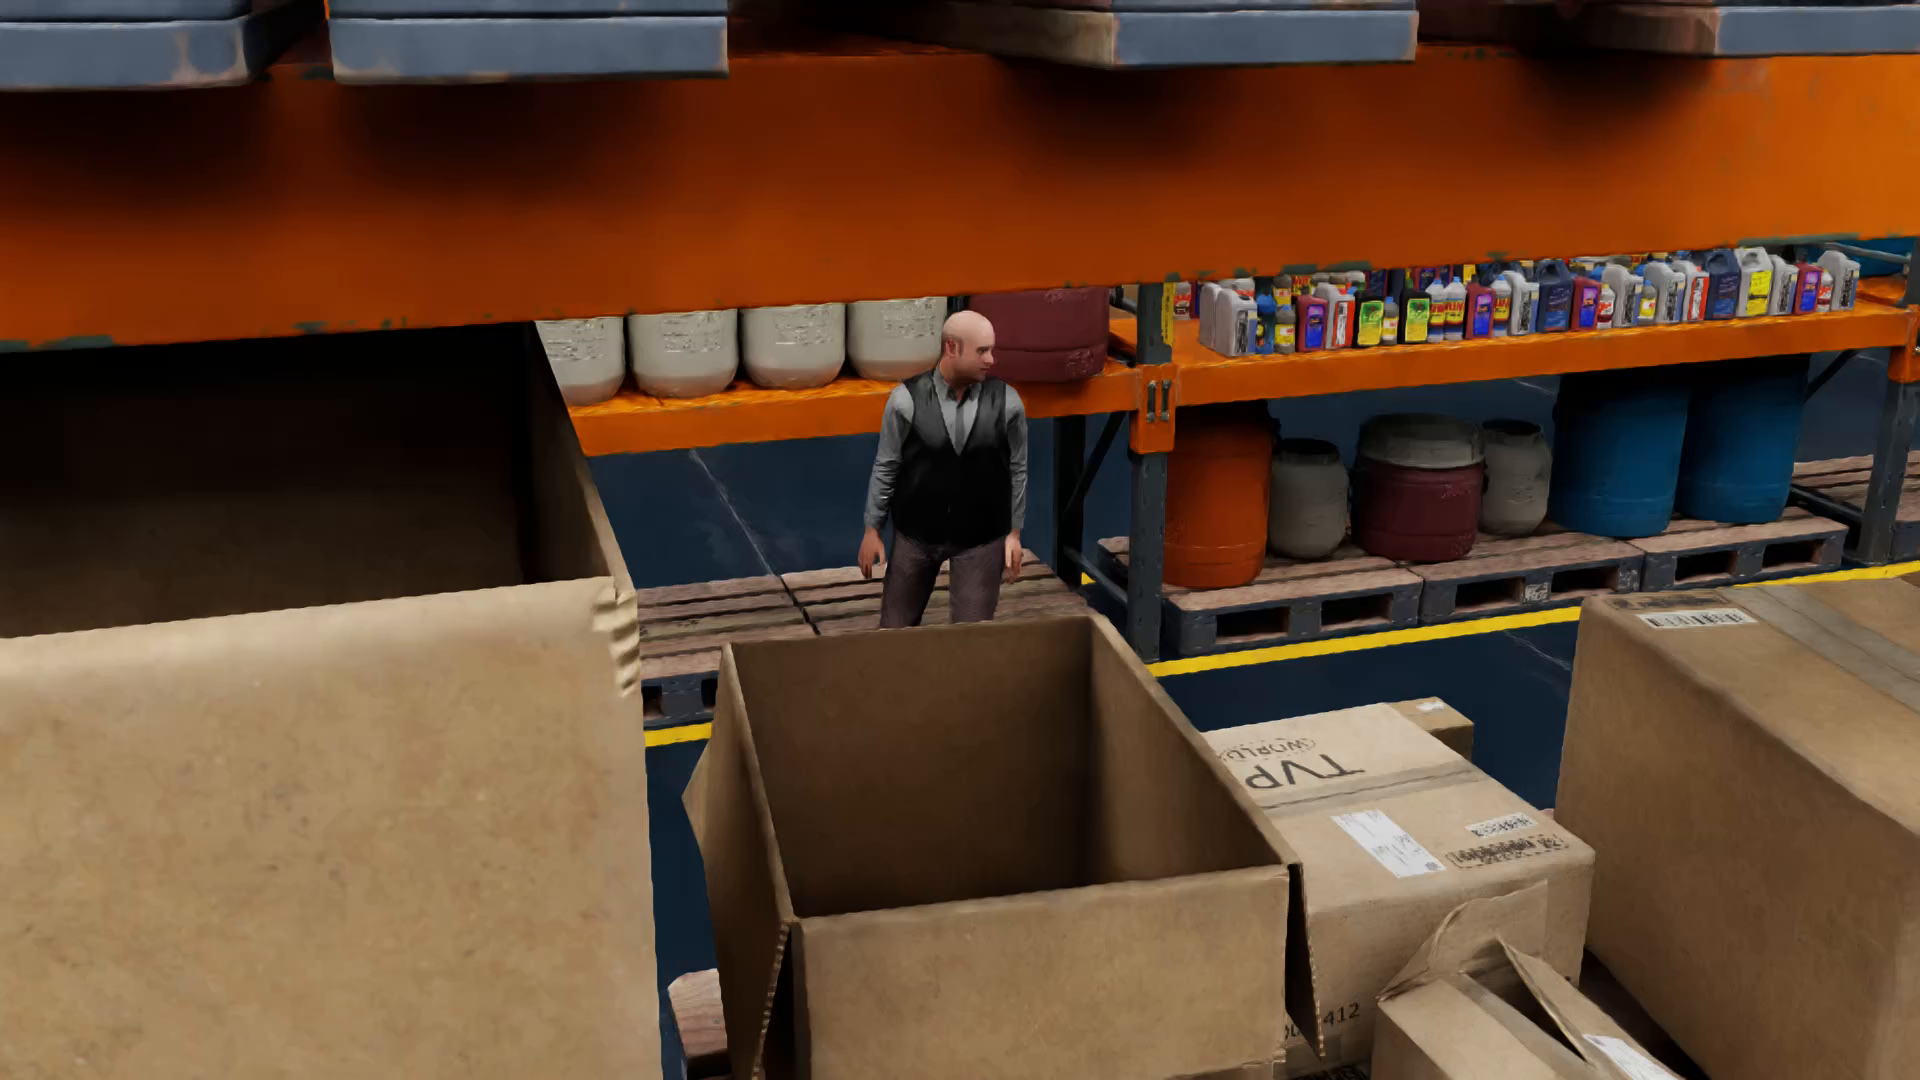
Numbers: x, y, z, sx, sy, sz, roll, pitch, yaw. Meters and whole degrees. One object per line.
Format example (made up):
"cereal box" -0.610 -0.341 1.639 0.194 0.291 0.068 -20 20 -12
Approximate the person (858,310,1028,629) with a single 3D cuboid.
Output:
"person" -0.072 -0.006 6.130 0.639 1.696 0.417 1 19 2
